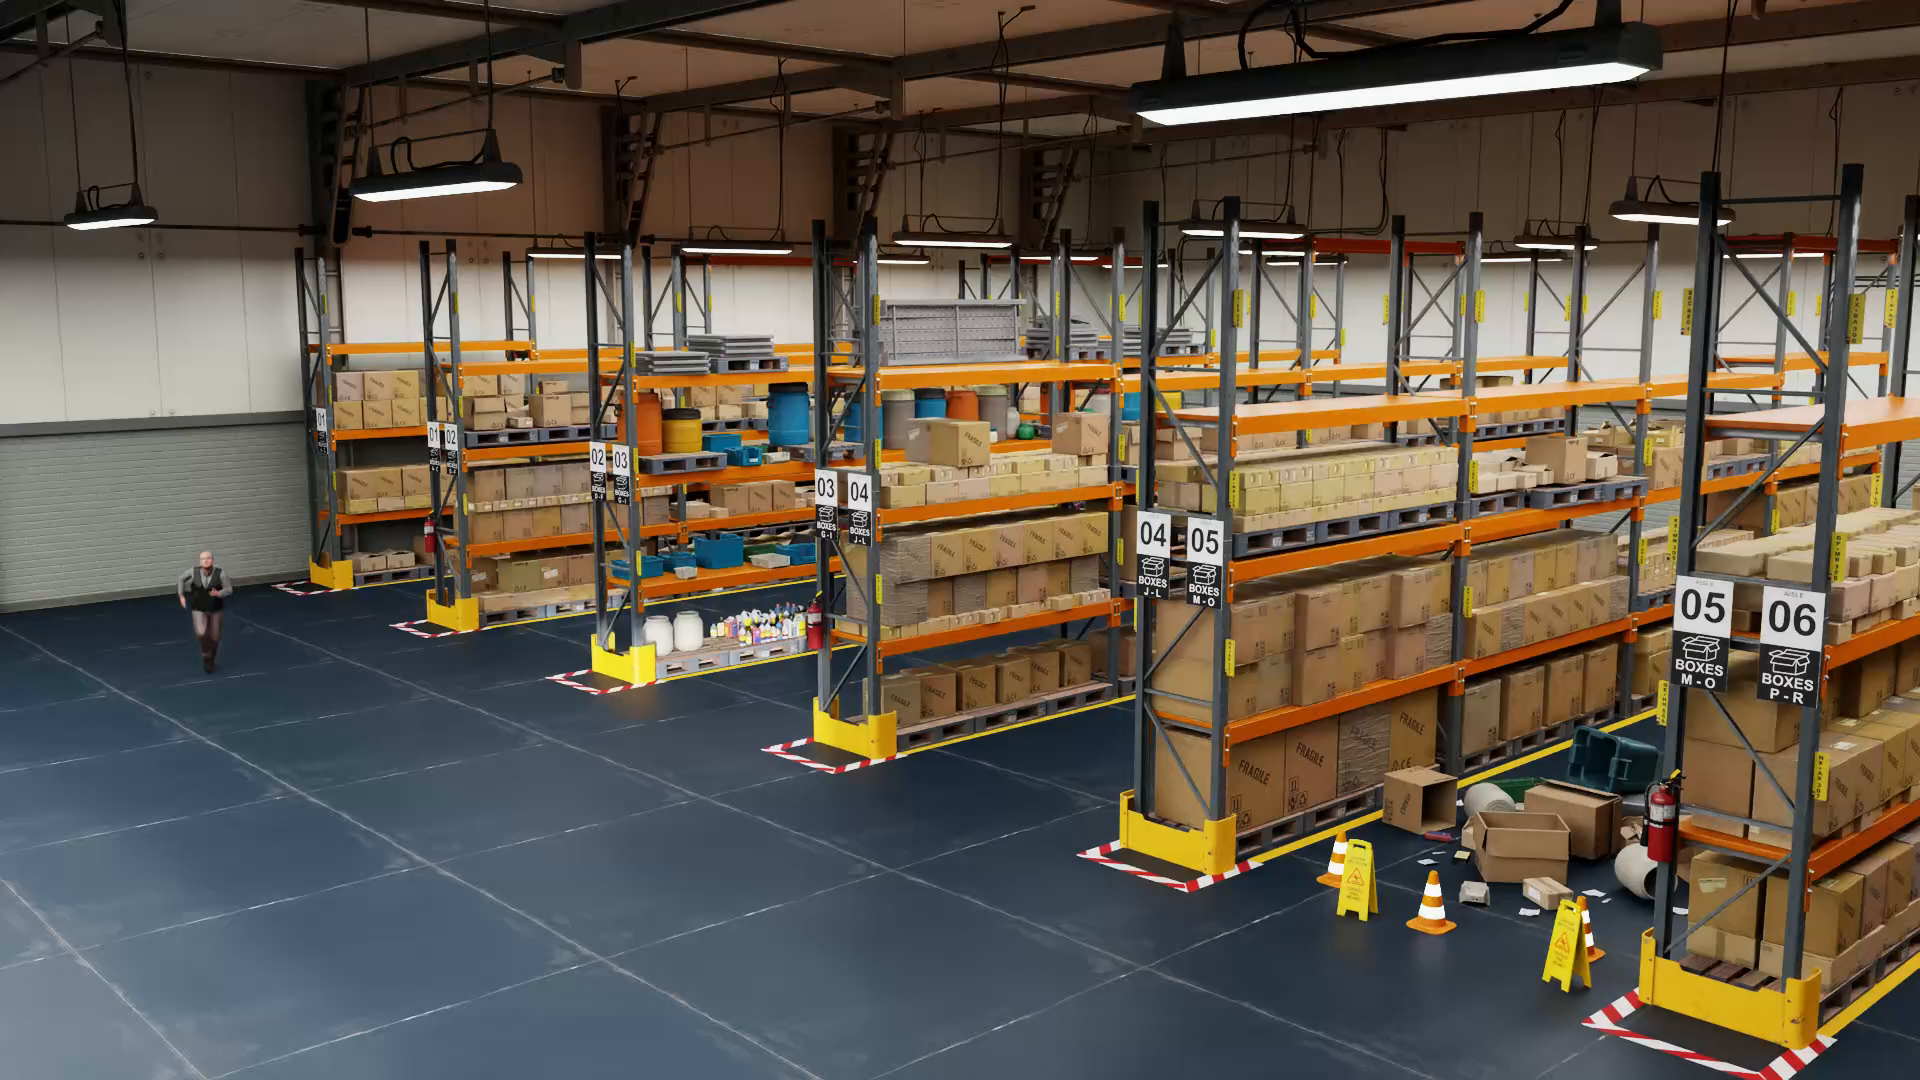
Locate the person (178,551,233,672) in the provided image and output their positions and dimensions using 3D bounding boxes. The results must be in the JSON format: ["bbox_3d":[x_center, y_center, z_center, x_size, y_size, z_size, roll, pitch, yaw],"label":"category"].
[{"bbox_3d":[-10.322,0.979,22.788,0.688,1.673,0.785,-4,9,-23],"label":"person"}]
